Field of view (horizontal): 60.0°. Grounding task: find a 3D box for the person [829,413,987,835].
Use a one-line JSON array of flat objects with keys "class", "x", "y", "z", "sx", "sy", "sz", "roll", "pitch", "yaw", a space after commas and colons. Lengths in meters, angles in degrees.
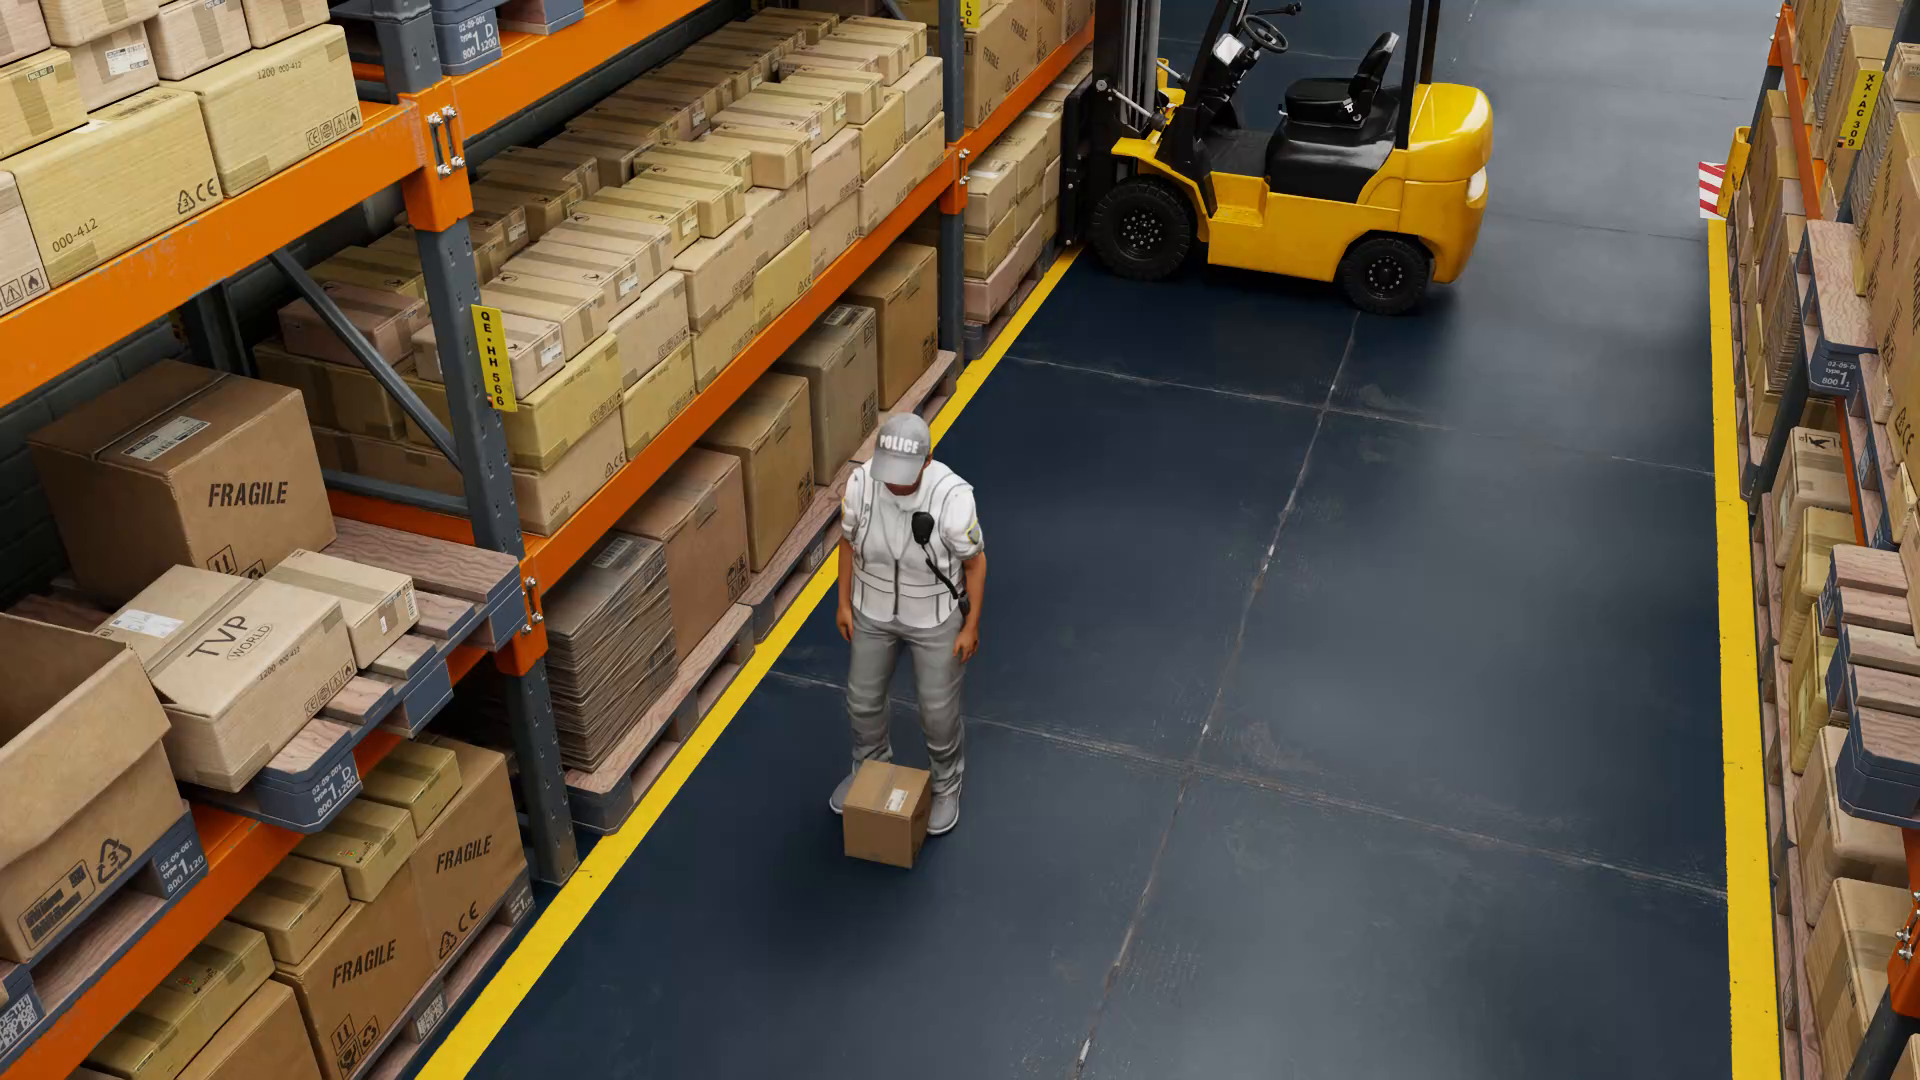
[{"class": "person", "x": -0.192, "y": 0.272, "z": 5.724, "sx": 0.546, "sy": 1.665, "sz": 0.469, "roll": 10, "pitch": 35, "yaw": 14}]
